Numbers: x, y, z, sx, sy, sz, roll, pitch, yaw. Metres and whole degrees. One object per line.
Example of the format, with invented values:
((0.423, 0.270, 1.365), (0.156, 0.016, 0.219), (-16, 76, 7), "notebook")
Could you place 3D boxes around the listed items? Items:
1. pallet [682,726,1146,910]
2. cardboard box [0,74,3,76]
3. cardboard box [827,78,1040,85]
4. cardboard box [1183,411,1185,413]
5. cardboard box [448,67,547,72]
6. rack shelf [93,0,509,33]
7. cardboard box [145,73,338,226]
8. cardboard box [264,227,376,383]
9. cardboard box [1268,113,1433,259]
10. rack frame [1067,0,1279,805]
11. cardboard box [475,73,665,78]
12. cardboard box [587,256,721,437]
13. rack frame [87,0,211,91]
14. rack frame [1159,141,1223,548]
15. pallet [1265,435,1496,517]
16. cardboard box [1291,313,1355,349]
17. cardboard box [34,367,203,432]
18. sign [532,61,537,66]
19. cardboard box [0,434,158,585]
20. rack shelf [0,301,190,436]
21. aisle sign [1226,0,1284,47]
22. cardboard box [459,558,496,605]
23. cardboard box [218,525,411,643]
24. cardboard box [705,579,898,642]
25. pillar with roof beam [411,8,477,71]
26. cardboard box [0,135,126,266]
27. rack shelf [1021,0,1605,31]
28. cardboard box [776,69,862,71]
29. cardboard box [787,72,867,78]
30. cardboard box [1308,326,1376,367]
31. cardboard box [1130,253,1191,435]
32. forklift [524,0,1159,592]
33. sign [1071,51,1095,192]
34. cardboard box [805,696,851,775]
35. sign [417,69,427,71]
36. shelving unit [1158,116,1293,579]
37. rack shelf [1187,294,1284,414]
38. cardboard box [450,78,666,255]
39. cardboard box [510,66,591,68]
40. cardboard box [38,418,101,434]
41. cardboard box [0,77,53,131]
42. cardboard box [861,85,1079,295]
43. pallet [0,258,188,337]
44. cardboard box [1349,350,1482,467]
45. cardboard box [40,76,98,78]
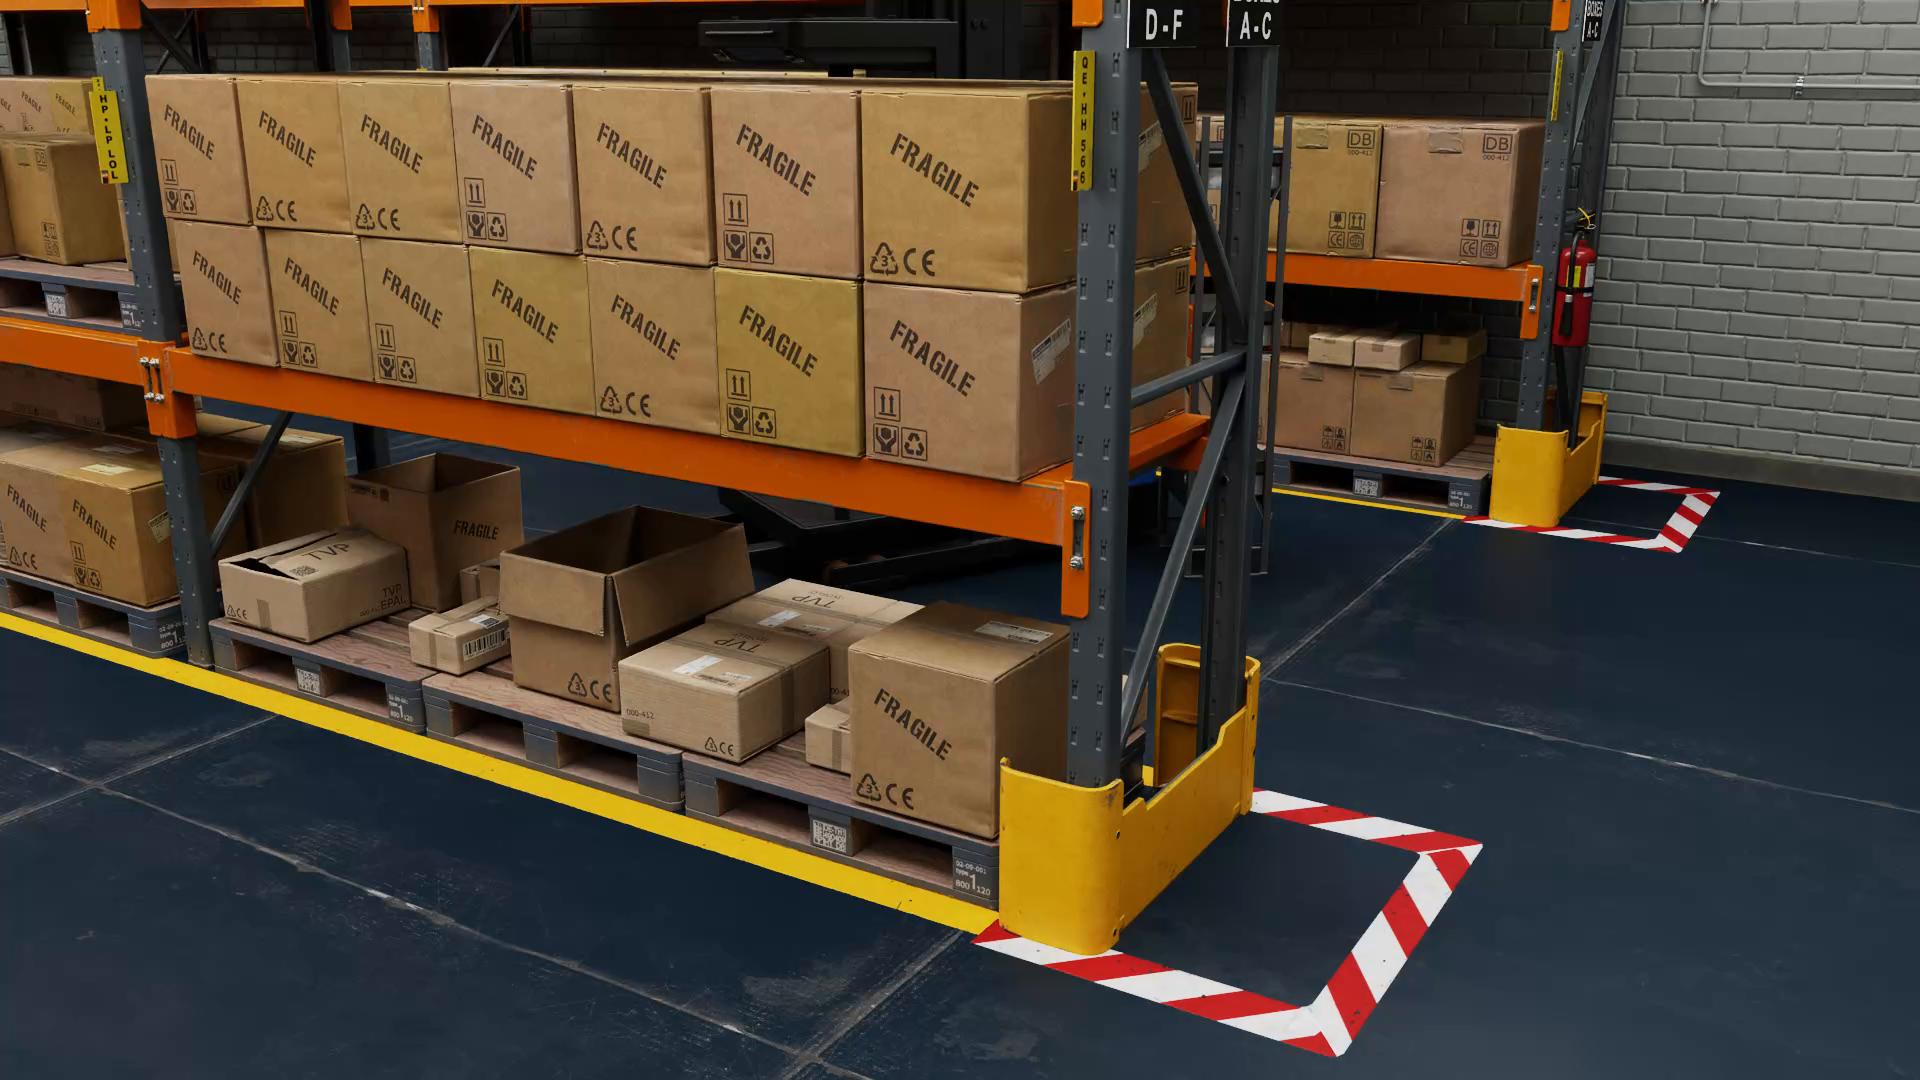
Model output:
((-0.141, 0.764, 5.503), (1.213, 0.211, 1.003), (10, 20, 30), "pallet")
((-9.504, -4.297, 16.301), (0.500, 0.500, 0.500), (10, 20, 31), "cardboard box")
((-0.086, -1.174, 5.194), (0.500, 0.500, 0.500), (10, 20, 31), "cardboard box")
((1.231, -0.984, 10.036), (0.500, 0.500, 0.700), (11, 20, 31), "cardboard box")
((-3.347, -3.303, 12.087), (0.500, 0.250, 0.500), (11, 20, 31), "cardboard box")
((-5.328, -4.277, 13.378), (4.000, 0.370, 1.077), (10, 20, 30), "rack shelf")
((-2.550, -1.431, 6.039), (0.500, 0.500, 0.500), (11, 20, 31), "cardboard box")
((-2.075, -0.872, 5.919), (0.500, 0.500, 0.500), (11, 20, 31), "cardboard box")
((2.128, -1.992, 9.261), (0.700, 0.700, 0.980), (10, 20, 30), "cardboard box")
((0.604, -0.438, 4.661), (0.127, 3.000, 1.000), (10, 20, 30), "rack frame")
((-1.371, -1.406, 5.956), (0.500, 0.500, 0.500), (10, 20, 30), "cardboard box")
((-0.786, -0.642, 5.160), (0.500, 0.500, 0.500), (10, 20, 30), "cardboard box")
((-7.032, -3.490, 14.711), (0.127, 3.000, 1.000), (10, 20, 30), "rack frame")
((1.186, -0.973, 7.970), (0.400, 2.100, 0.015), (-2, 17, -7), "rack frame")
((2.471, -0.433, 9.444), (1.213, 0.211, 1.003), (10, 20, 30), "pallet")
((2.110, -1.208, 9.658), (0.250, 0.149, 0.380), (10, 20, 31), "cardboard box")
((-3.941, -0.706, 7.796), (0.500, 0.250, 0.500), (10, 20, 30), "cardboard box")
((-3.336, -3.574, 12.994), (0.005, 0.325, 0.100), (10, 20, 30), "sign")
((-3.792, -0.142, 7.232), (0.500, 0.500, 0.500), (10, 20, 30), "cardboard box")
((-4.509, -1.006, 7.770), (4.000, 0.370, 1.077), (10, 20, 30), "rack shelf")
((0.816, -1.744, 4.489), (0.004, 0.787, 0.394), (10, 20, 30), "aisle sign")
((-1.820, 0.166, 6.822), (0.250, 0.149, 0.380), (10, 20, 30), "cardboard box")
((-2.560, 0.147, 6.605), (0.500, 0.311, 0.500), (10, 20, 30), "cardboard box")
((-0.563, 0.362, 6.001), (0.500, 0.250, 0.500), (10, 20, 30), "cardboard box")
((-6.532, -5.098, 9.682), (0.400, 9.000, 9.100), (10, 20, 30), "pillar with roof beam")
((-3.710, -1.511, 7.301), (0.500, 0.500, 0.700), (14, 22, 39), "cardboard box")
((1.489, -3.060, 9.372), (4.000, 0.370, 1.077), (10, 20, 30), "rack shelf")
((-0.920, -3.045, 11.235), (0.500, 0.250, 0.500), (10, 20, 31), "cardboard box")
((-0.747, -2.840, 10.561), (0.500, 0.250, 0.500), (11, 20, 31), "cardboard box")
((2.121, -1.075, 9.222), (0.250, 0.149, 0.380), (11, 20, 32), "cardboard box")
((0.364, -0.618, 5.084), (0.500, 0.500, 0.500), (11, 20, 31), "cardboard box")
((-0.542, -1.313, 7.660), (3.031, 2.935, 1.130), (-9, 19, -28), "forklift")
((0.296, -1.009, 4.005), (0.005, 0.325, 0.100), (10, 20, 30), "sign")
((-0.286, 0.602, 5.357), (0.250, 0.166, 0.380), (10, 20, 30), "cardboard box")
((-3.900, -3.262, 12.104), (0.005, 0.325, 0.100), (10, 20, 30), "sign")
((1.216, -0.902, 7.739), (0.431, 2.100, 0.503), (-2, 17, -7), "shelving unit")
((1.216, -0.889, 7.743), (0.431, 0.518, 0.480), (-2, 17, -7), "rack shelf")
((-1.232, -1.196, 5.266), (0.500, 0.500, 0.500), (11, 20, 32), "cardboard box")
((-3.102, -3.436, 12.523), (0.500, 0.250, 0.500), (11, 20, 32), "cardboard box")
((-3.972, -0.351, 7.919), (0.500, 0.500, 0.500), (10, 20, 31), "cardboard box")
((-8.449, -3.936, 15.112), (0.500, 0.500, 0.500), (9, 19, 28), "cardboard box")
((0.081, -0.964, 4.500), (0.500, 0.500, 0.500), (10, 20, 30), "cardboard box")
((-3.428, -1.103, 7.181), (1.213, 0.211, 1.003), (10, 20, 30), "pallet")
((2.544, -0.752, 9.273), (0.500, 0.500, 0.700), (10, 20, 30), "cardboard box")
((-8.184, -4.067, 15.543), (0.500, 0.500, 0.500), (11, 20, 32), "cardboard box")
